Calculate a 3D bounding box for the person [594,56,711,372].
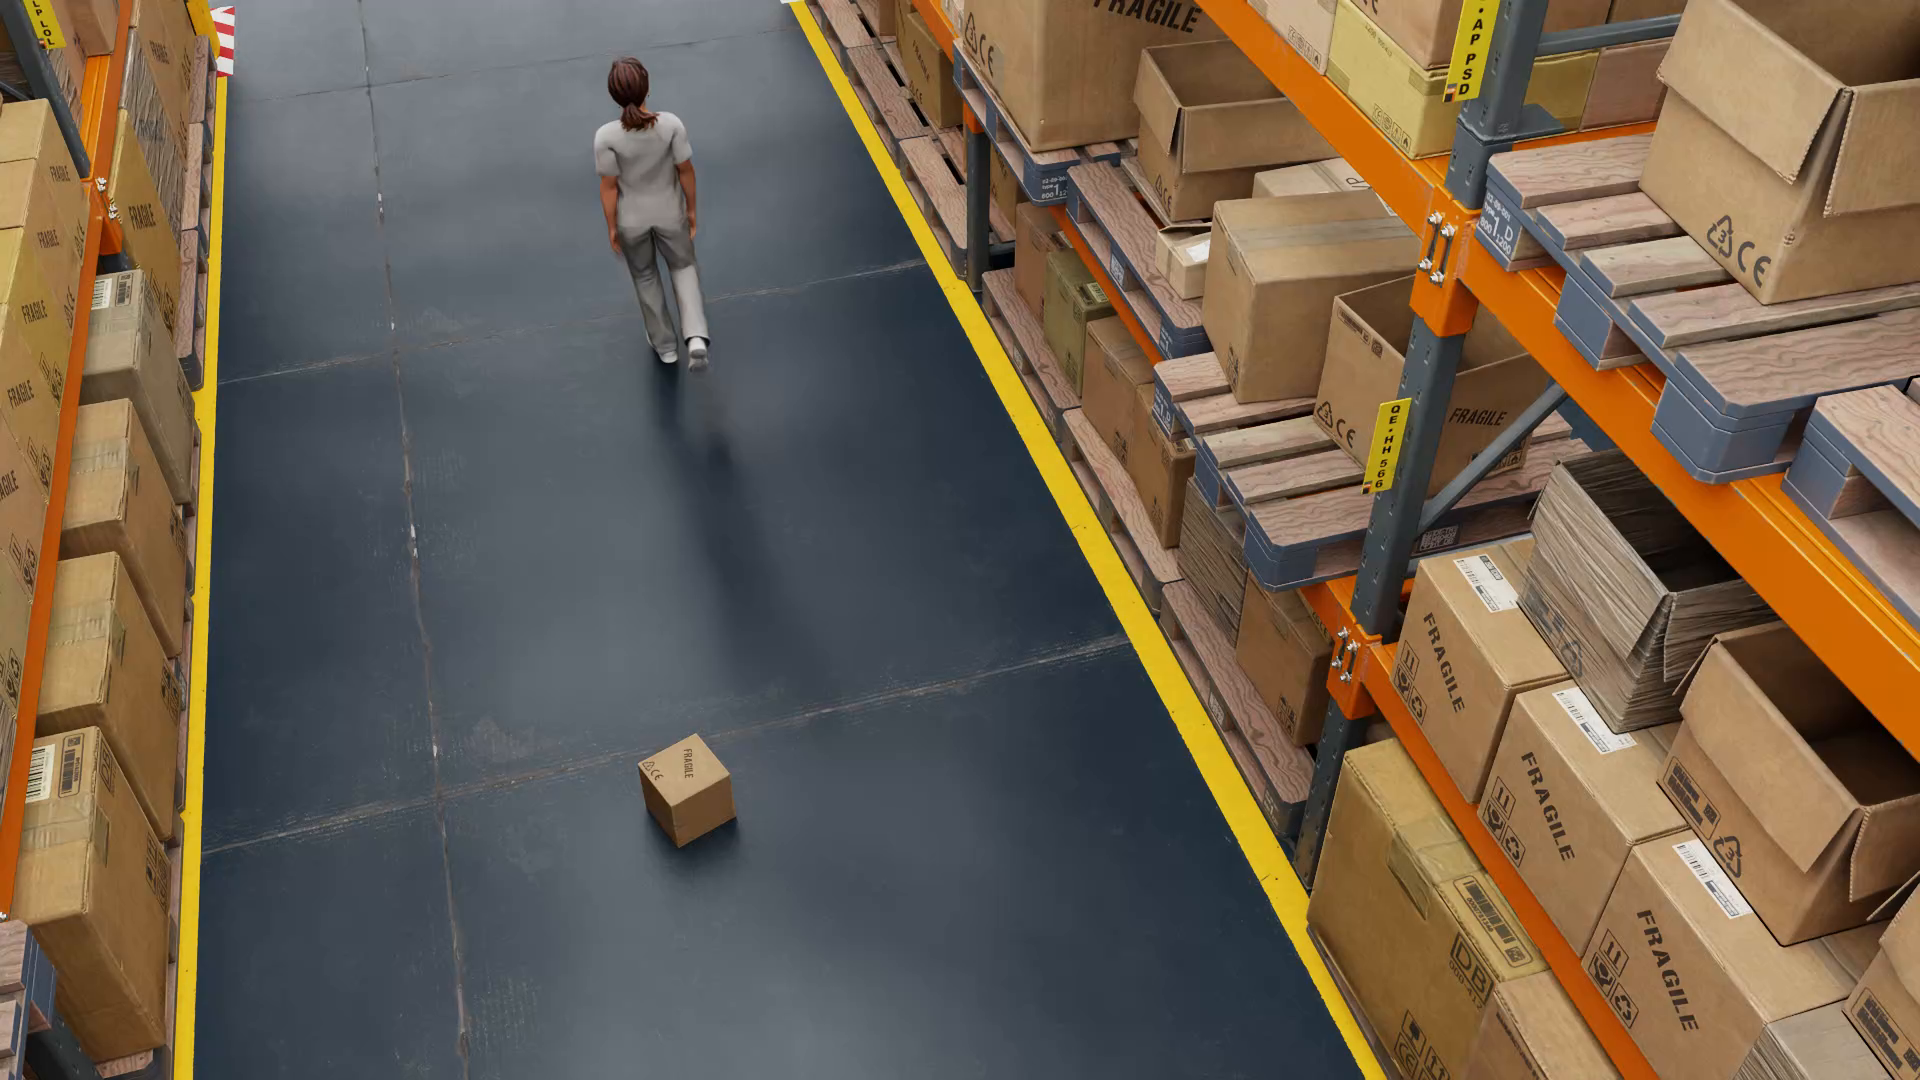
[{"bbox_3d":[-1.430,-1.481,7.763,0.442,1.653,0.647,-12,44,-13],"label":"person"}]
